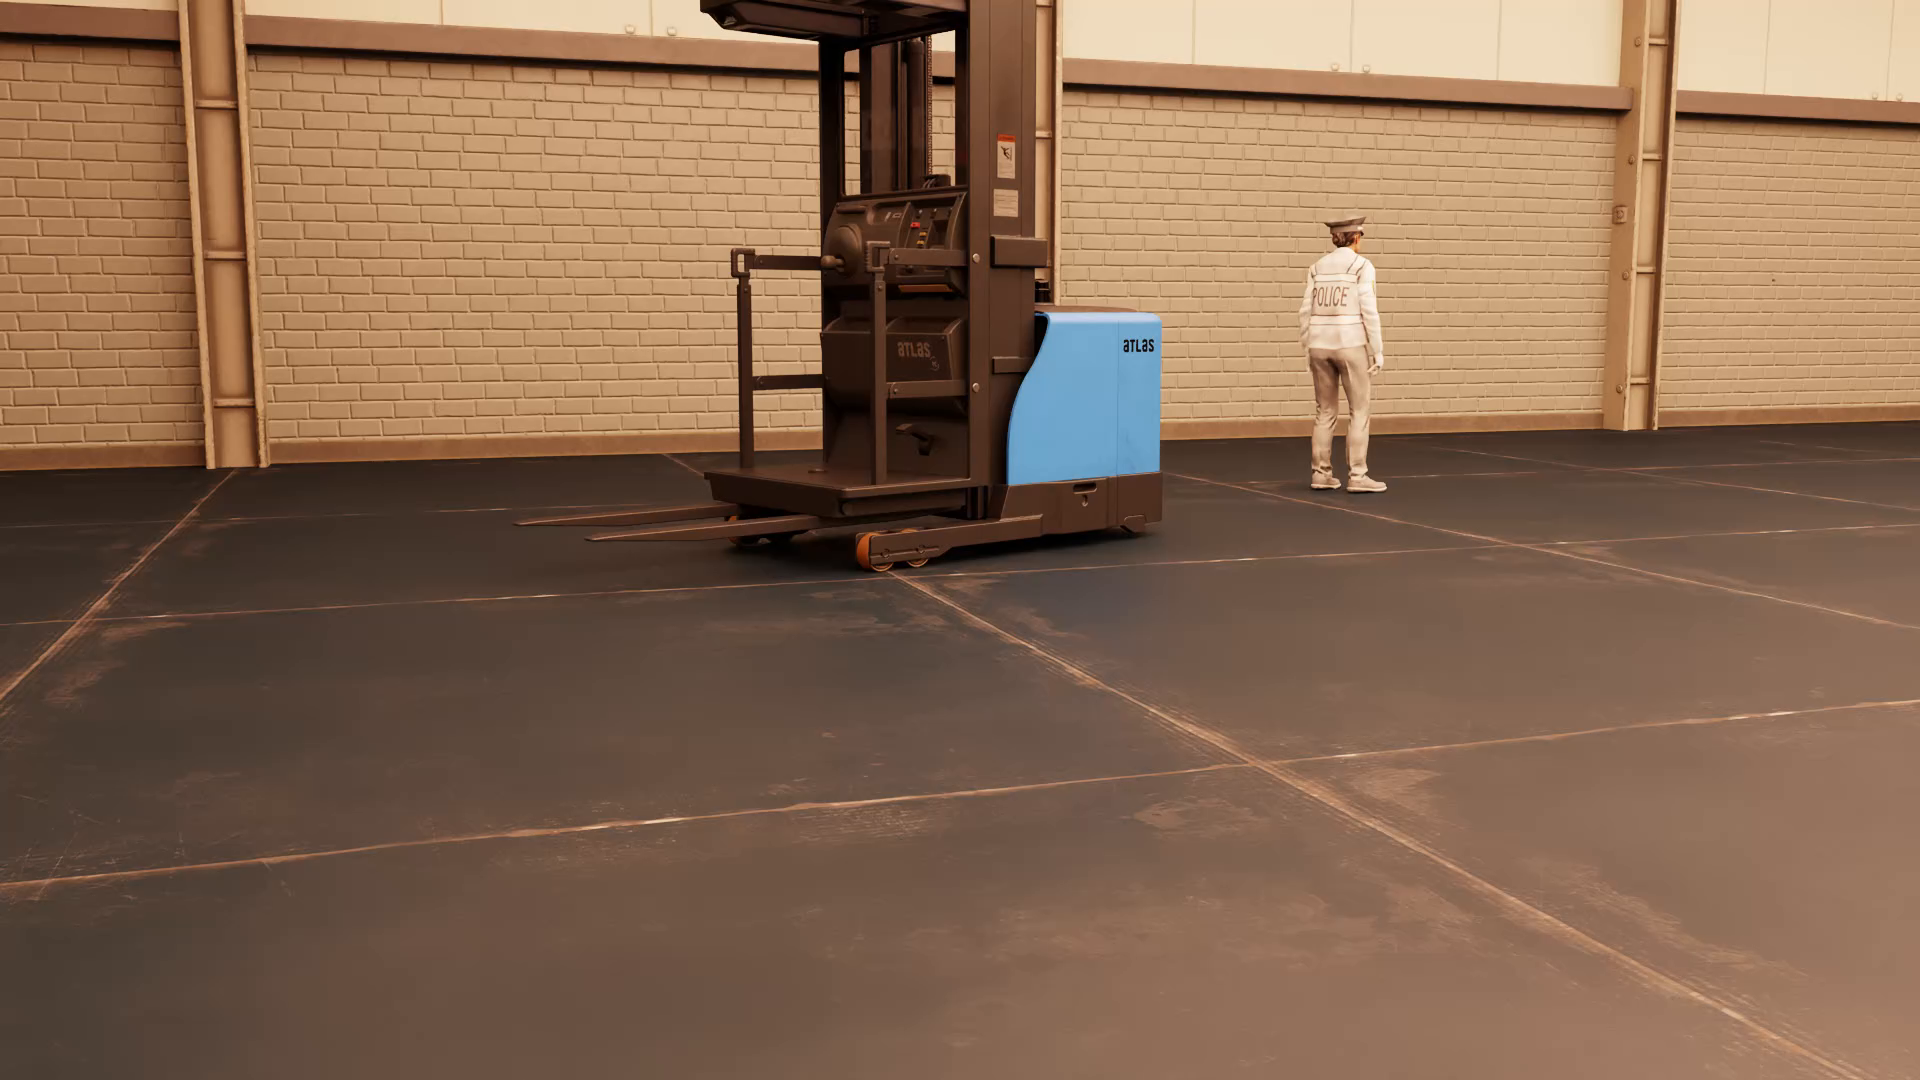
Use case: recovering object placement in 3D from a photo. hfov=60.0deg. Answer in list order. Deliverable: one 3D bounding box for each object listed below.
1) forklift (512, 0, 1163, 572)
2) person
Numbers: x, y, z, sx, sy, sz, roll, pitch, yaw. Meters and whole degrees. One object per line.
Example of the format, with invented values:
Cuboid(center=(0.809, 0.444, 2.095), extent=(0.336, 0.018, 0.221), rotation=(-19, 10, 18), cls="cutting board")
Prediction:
Cuboid(center=(-0.461, -1.399, 7.333), extent=(3.031, 2.935, 1.130), rotation=(-7, 10, -40), cls="forklift")
Cuboid(center=(2.306, -1.131, 10.061), extent=(0.547, 1.667, 0.369), rotation=(8, 11, 44), cls="person")
